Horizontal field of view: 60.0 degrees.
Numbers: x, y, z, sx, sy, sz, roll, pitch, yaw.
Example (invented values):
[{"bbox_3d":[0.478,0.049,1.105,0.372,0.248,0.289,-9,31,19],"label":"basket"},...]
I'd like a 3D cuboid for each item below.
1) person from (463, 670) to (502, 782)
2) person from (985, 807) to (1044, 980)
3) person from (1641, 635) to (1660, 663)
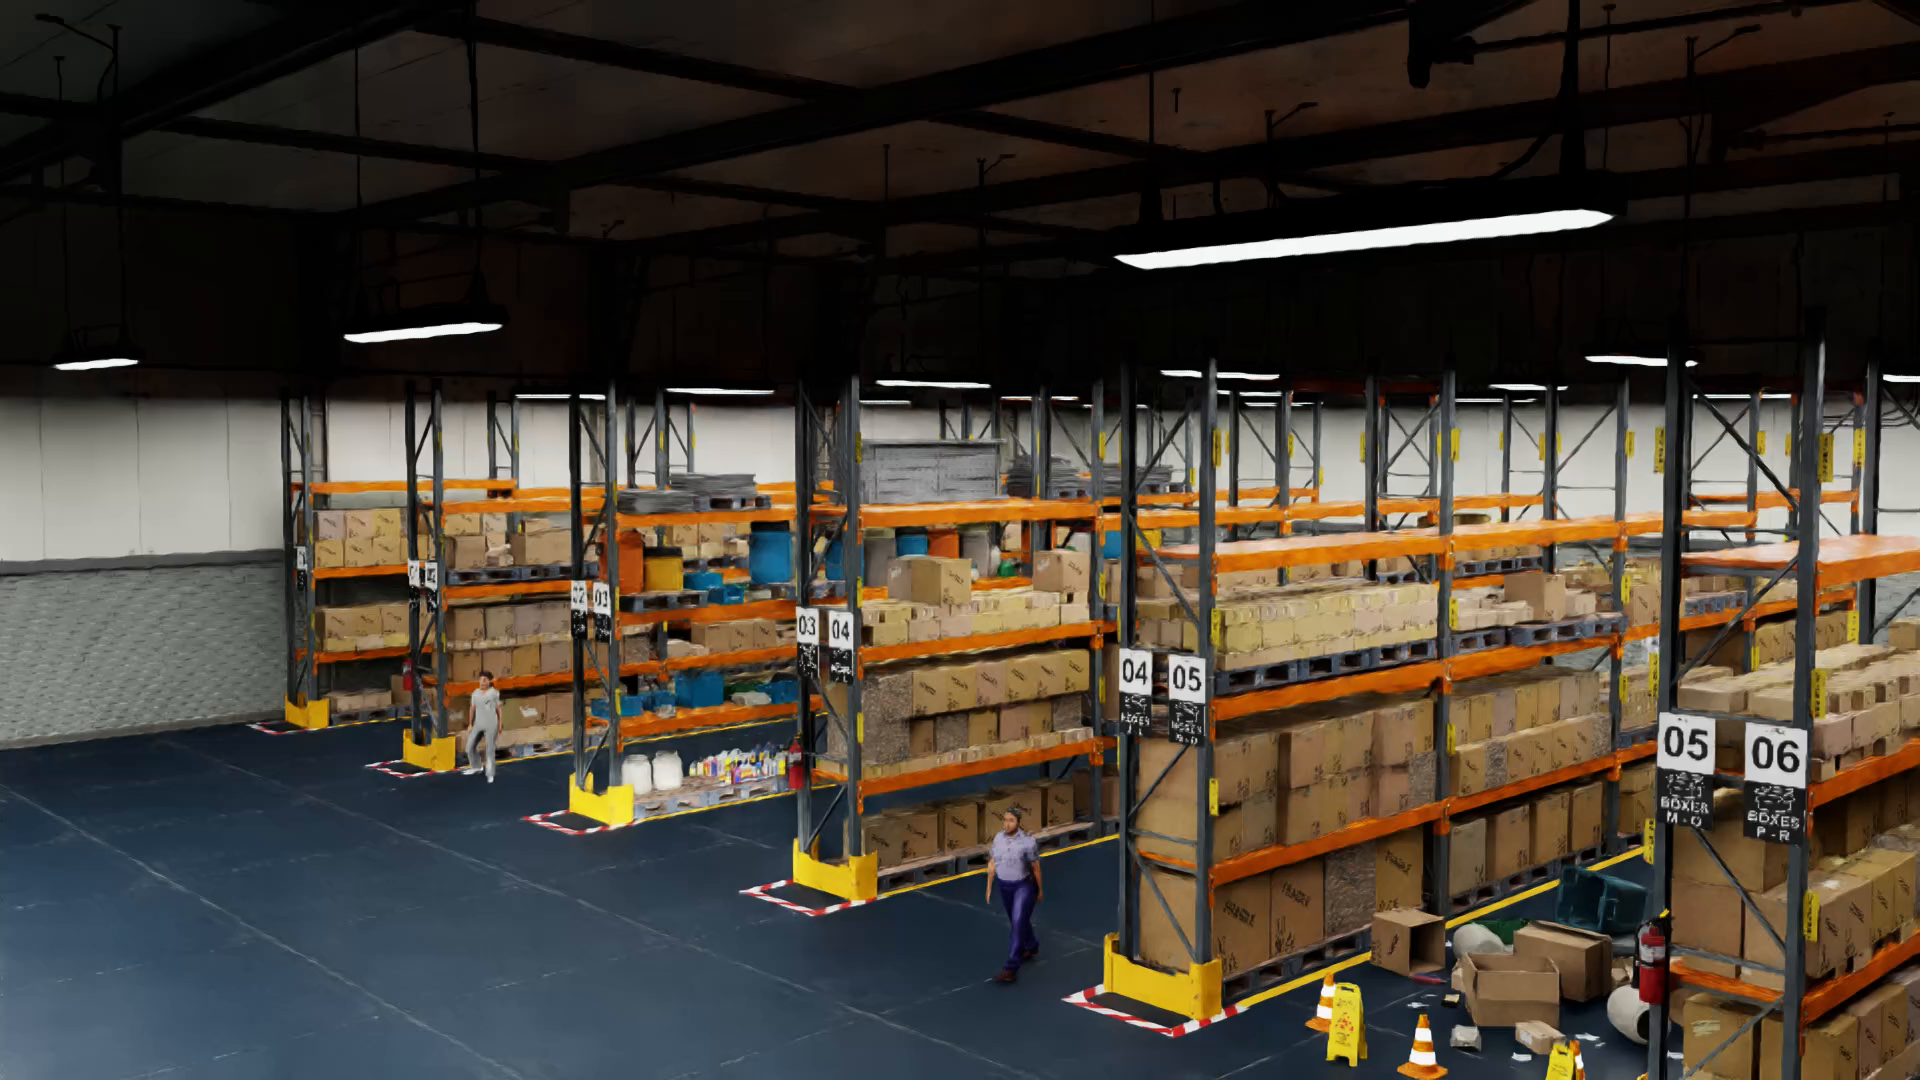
[{"bbox_3d":[-7.141,2.751,24.762,0.651,1.665,0.494,0,4,5],"label":"person"},{"bbox_3d":[0.516,3.343,15.967,0.478,1.575,1.000,3,5,38],"label":"person"},{"bbox_3d":[13.032,2.295,31.153,0.559,1.768,0.588,0,4,-6],"label":"person"}]
